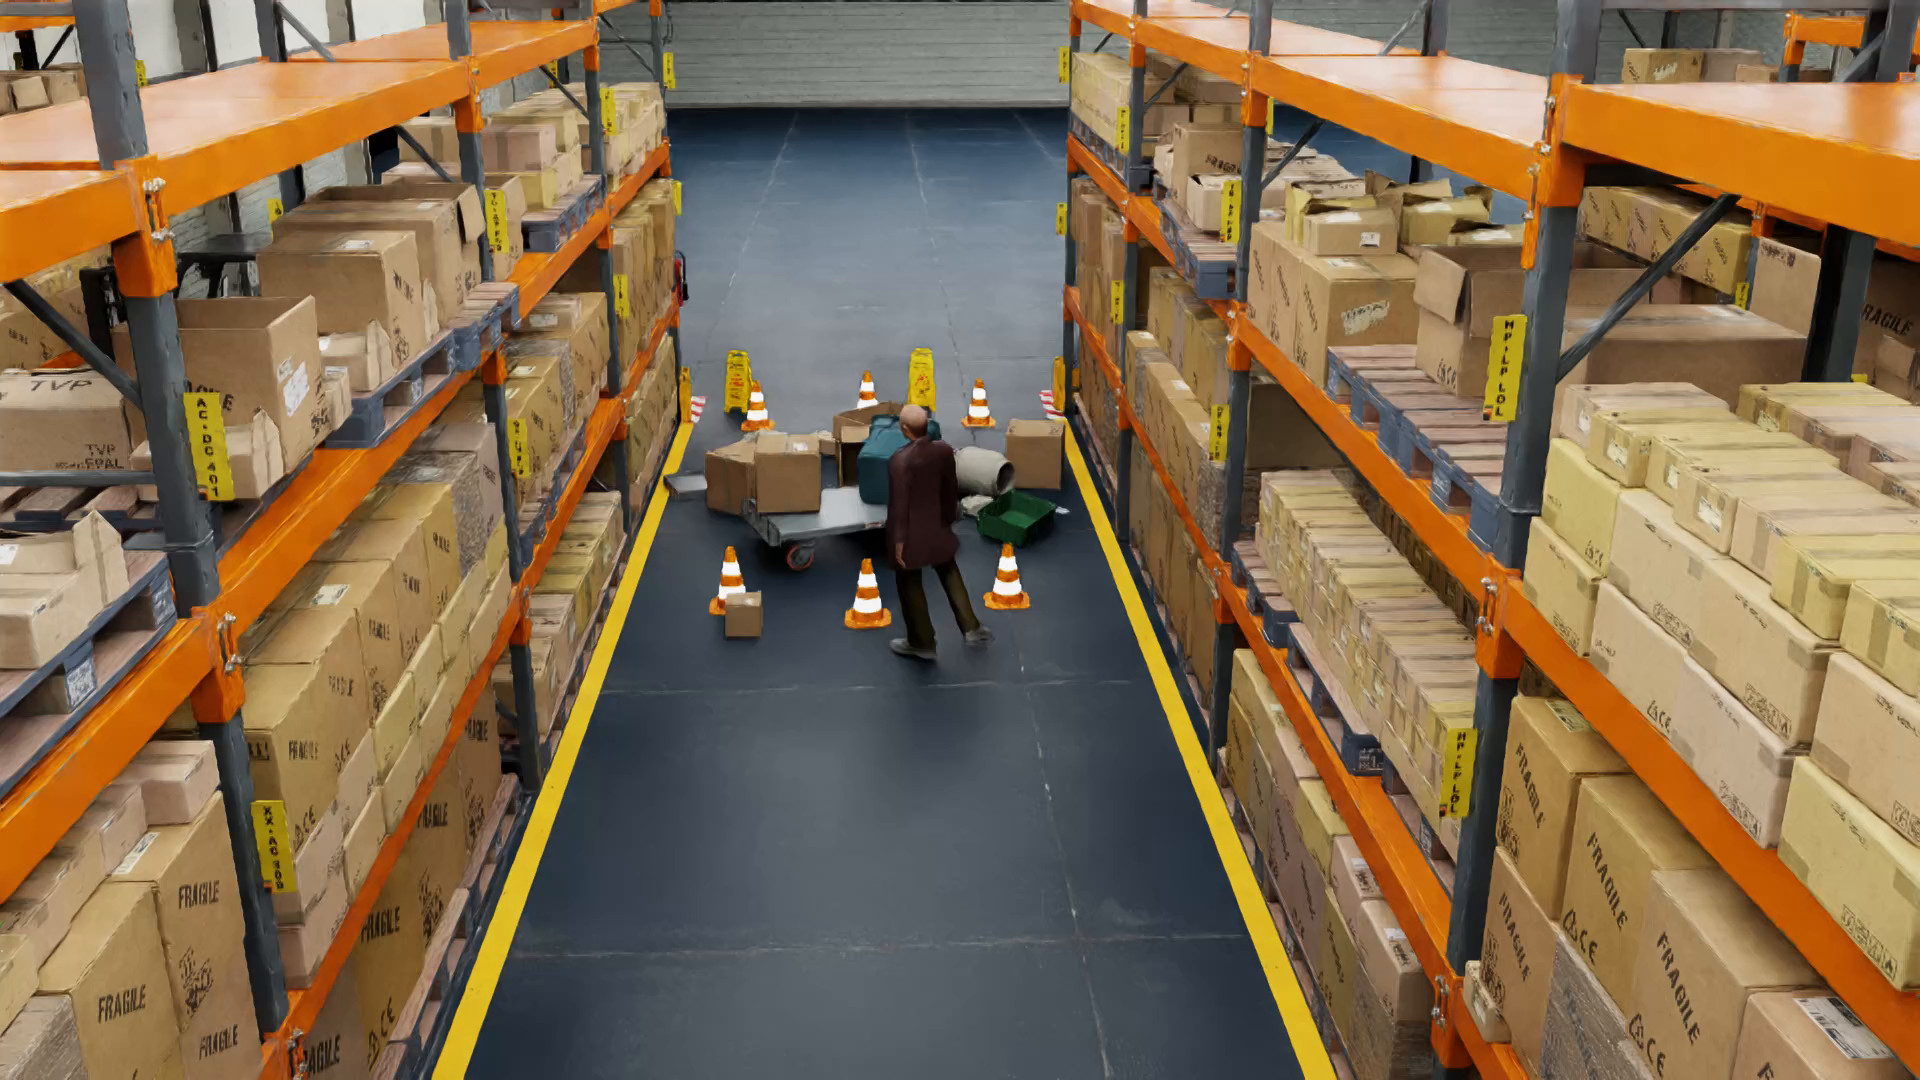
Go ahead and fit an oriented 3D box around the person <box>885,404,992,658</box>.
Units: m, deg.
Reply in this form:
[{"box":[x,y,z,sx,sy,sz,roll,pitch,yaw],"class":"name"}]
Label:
[{"box":[-0.148,-0.060,11.246,0.793,1.770,0.517,-15,25,-35],"class":"person"}]
